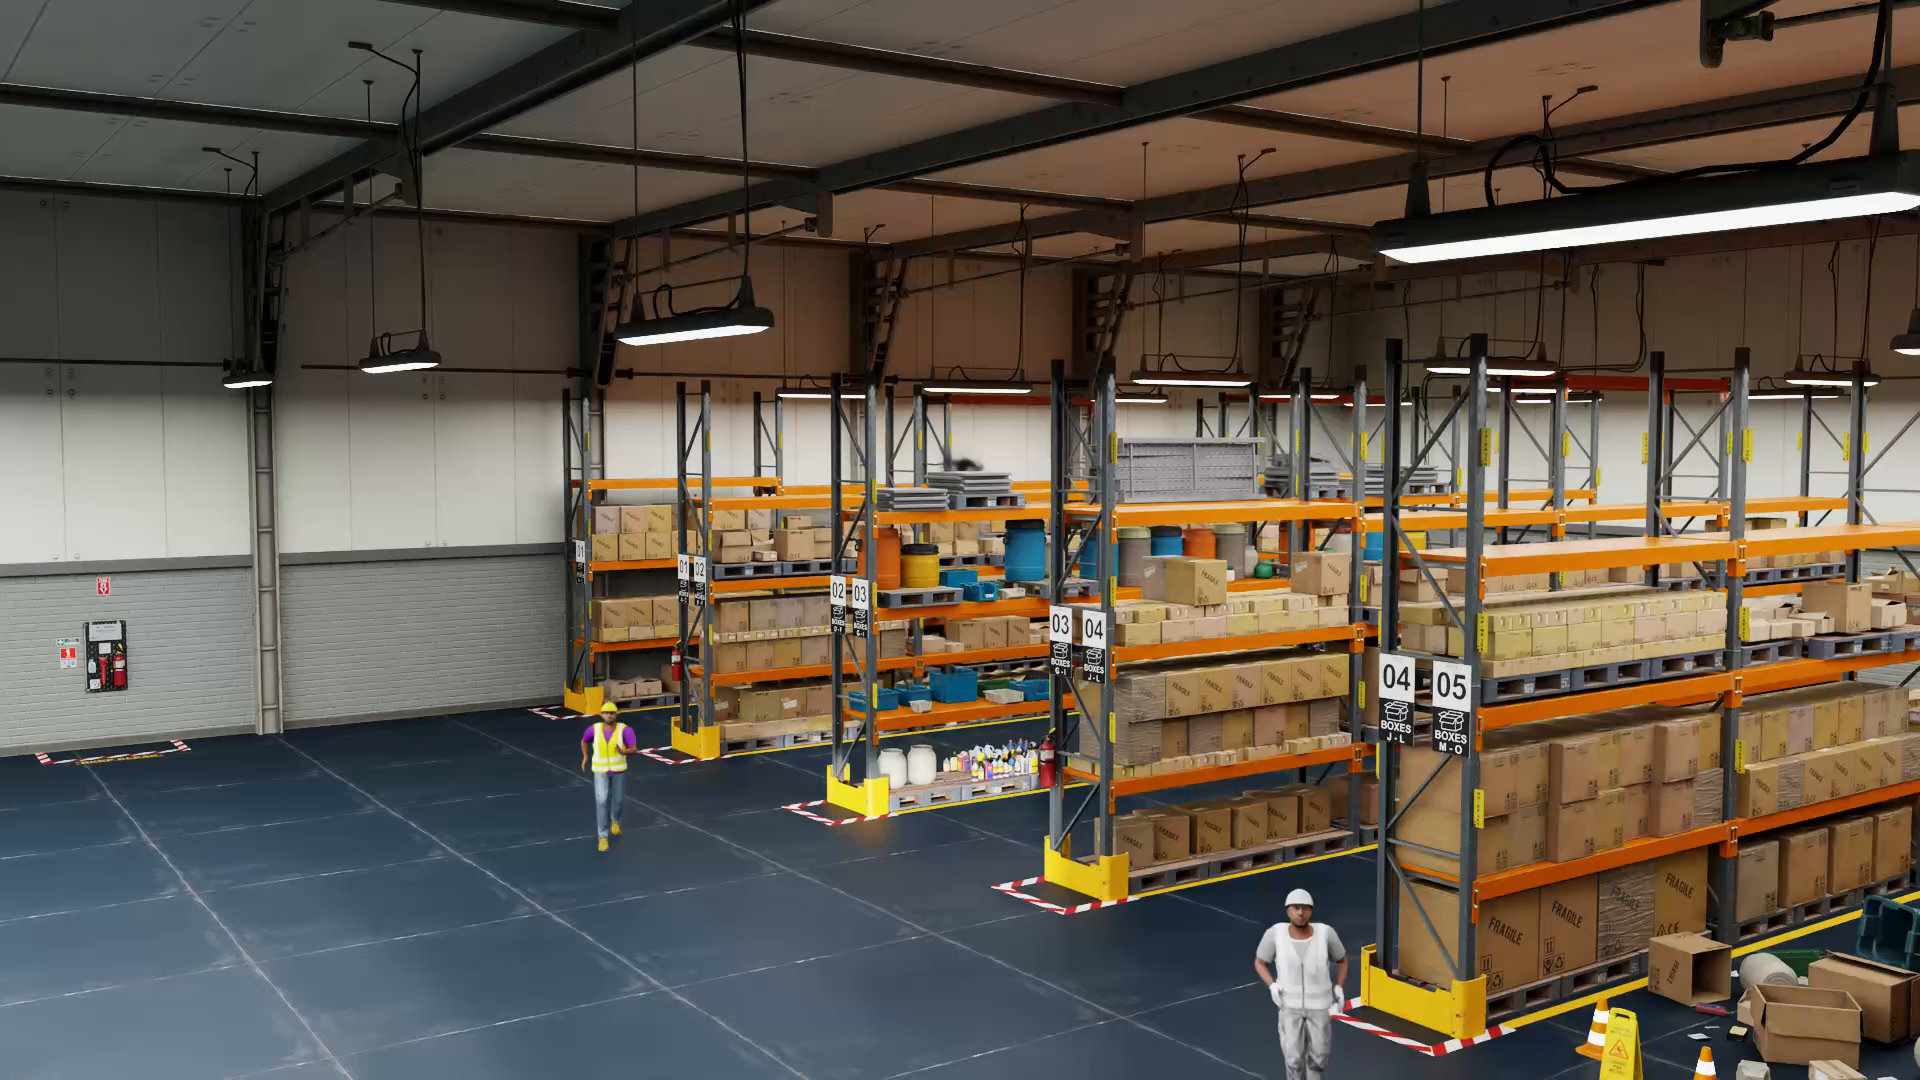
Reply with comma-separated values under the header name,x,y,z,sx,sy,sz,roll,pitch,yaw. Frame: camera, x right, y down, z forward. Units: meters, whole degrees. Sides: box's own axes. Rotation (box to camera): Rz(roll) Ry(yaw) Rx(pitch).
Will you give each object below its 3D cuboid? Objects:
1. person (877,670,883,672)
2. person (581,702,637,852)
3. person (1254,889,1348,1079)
name,x,y,z,sx,sy,sz,roll,pitch,yaw
person,-1.518,2.296,31.345,0.668,1.684,0.580,-3,5,-39
person,-4.398,2.921,20.879,0.686,1.797,0.902,-1,4,-13
person,2.571,3.485,12.554,0.700,1.743,0.679,1,4,10
